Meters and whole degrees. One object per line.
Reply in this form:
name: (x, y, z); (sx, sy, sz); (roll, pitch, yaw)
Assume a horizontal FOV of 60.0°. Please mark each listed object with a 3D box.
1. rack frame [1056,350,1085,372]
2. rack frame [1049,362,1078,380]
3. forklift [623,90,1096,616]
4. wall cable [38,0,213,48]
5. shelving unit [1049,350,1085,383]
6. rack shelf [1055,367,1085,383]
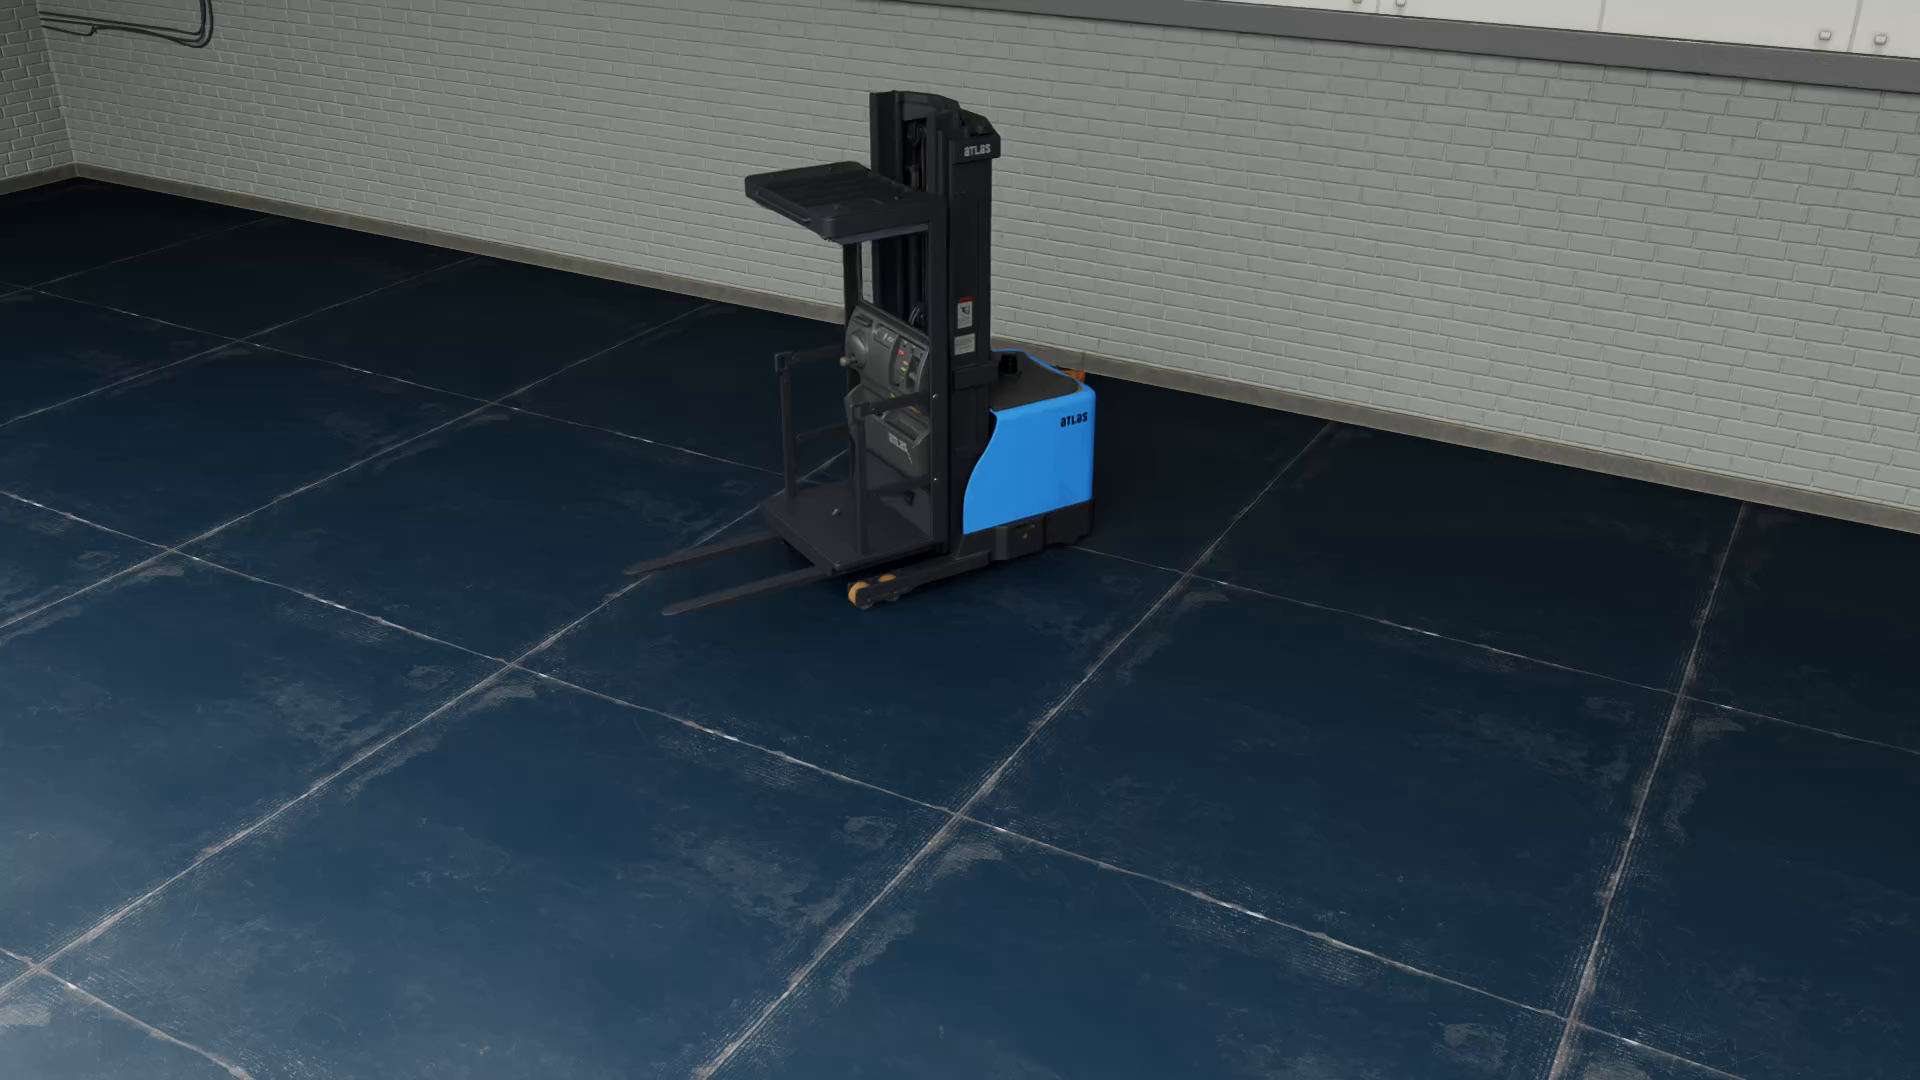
rack frame: (0.758, -0.828, 11.649); (0.200, 1.050, 0.008); (7, 27, 13)
rack frame: (0.696, -0.722, 11.438); (0.200, 1.050, 0.008); (7, 27, 13)
forklift: (-0.627, -1.153, 10.200); (3.031, 2.935, 1.130); (-16, 30, -28)
wall cable: (-9.274, -6.647, 17.864); (3.097, 2.526, 0.112); (14, 30, 26)
shelving unit: (0.727, -0.775, 11.544); (0.215, 1.050, 0.252); (7, 27, 13)
rack shelf: (0.728, -1.019, 11.421); (0.215, 0.259, 0.240); (7, 27, 13)
